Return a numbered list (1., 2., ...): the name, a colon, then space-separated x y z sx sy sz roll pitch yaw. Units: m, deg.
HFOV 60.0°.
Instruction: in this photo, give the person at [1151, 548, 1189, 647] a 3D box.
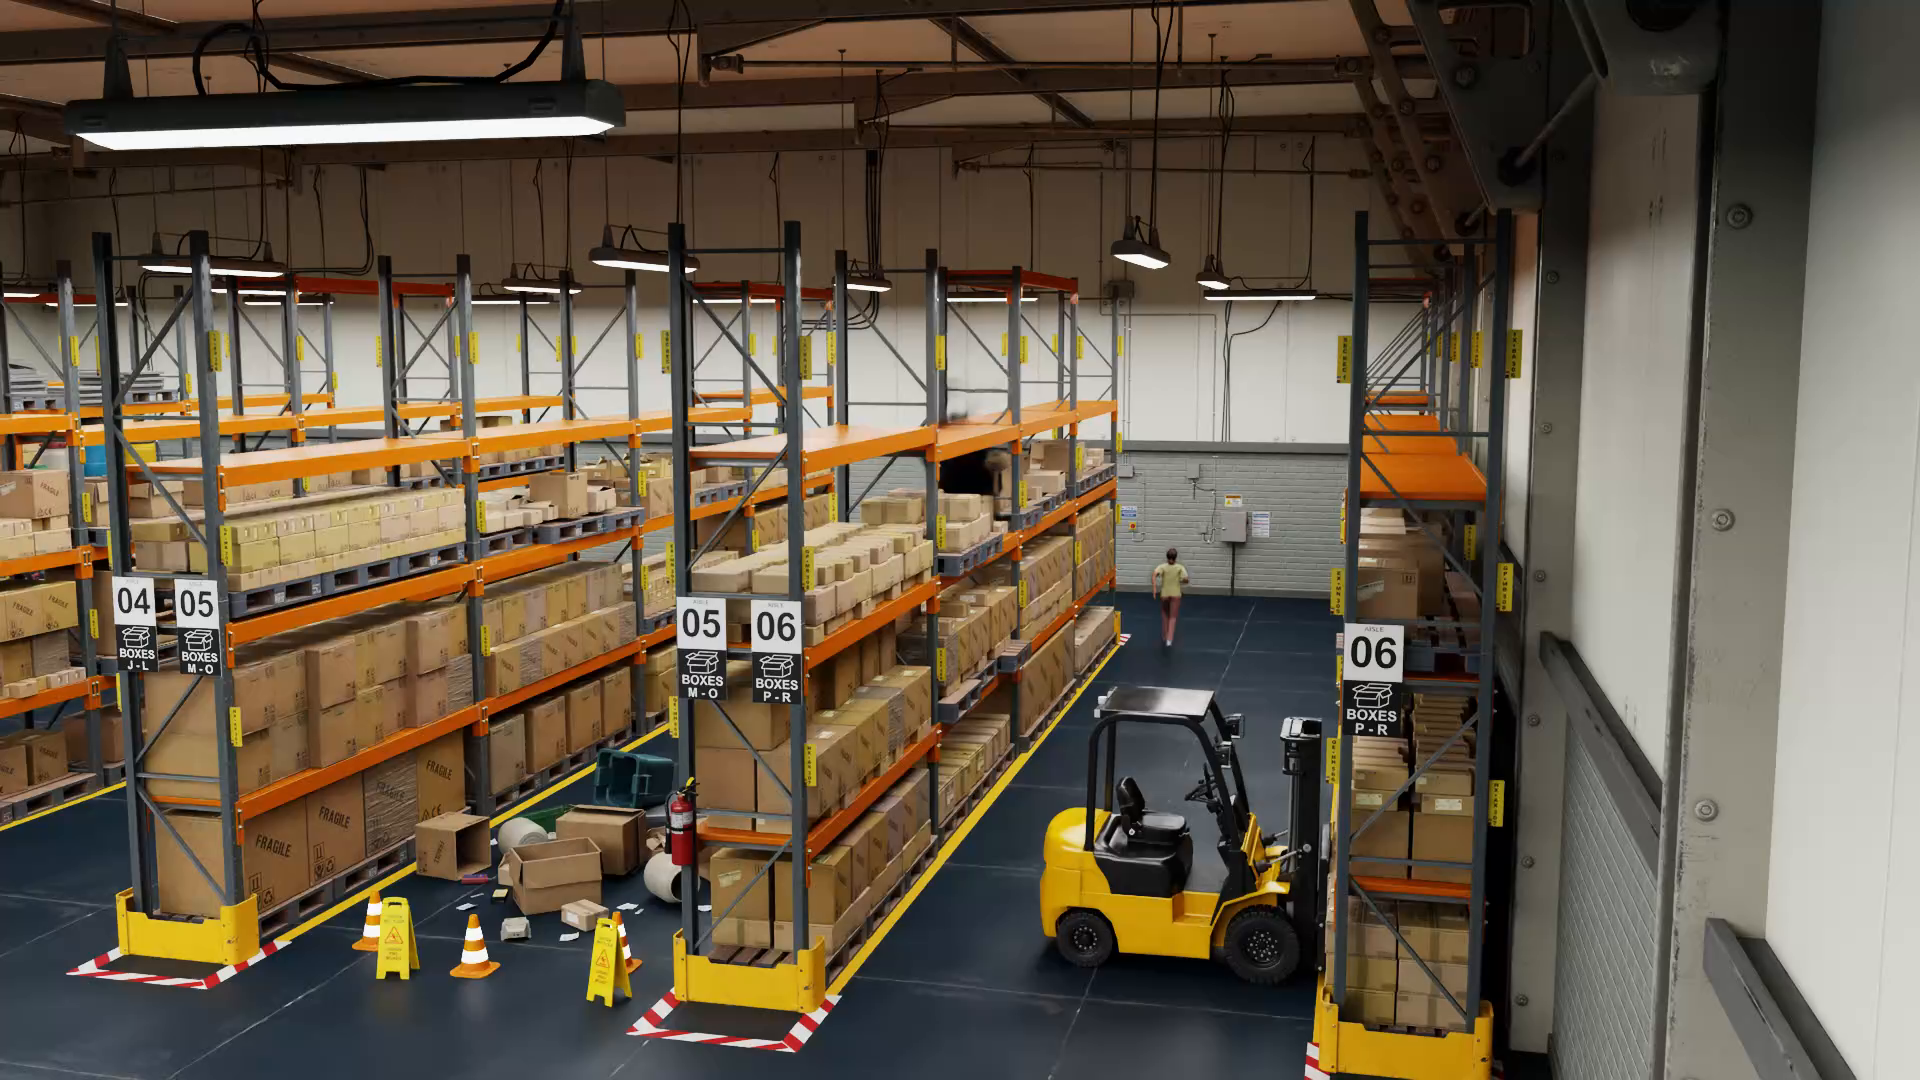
1. person: 3.482 0.989 27.583 0.605 1.689 0.782 2 7 14
